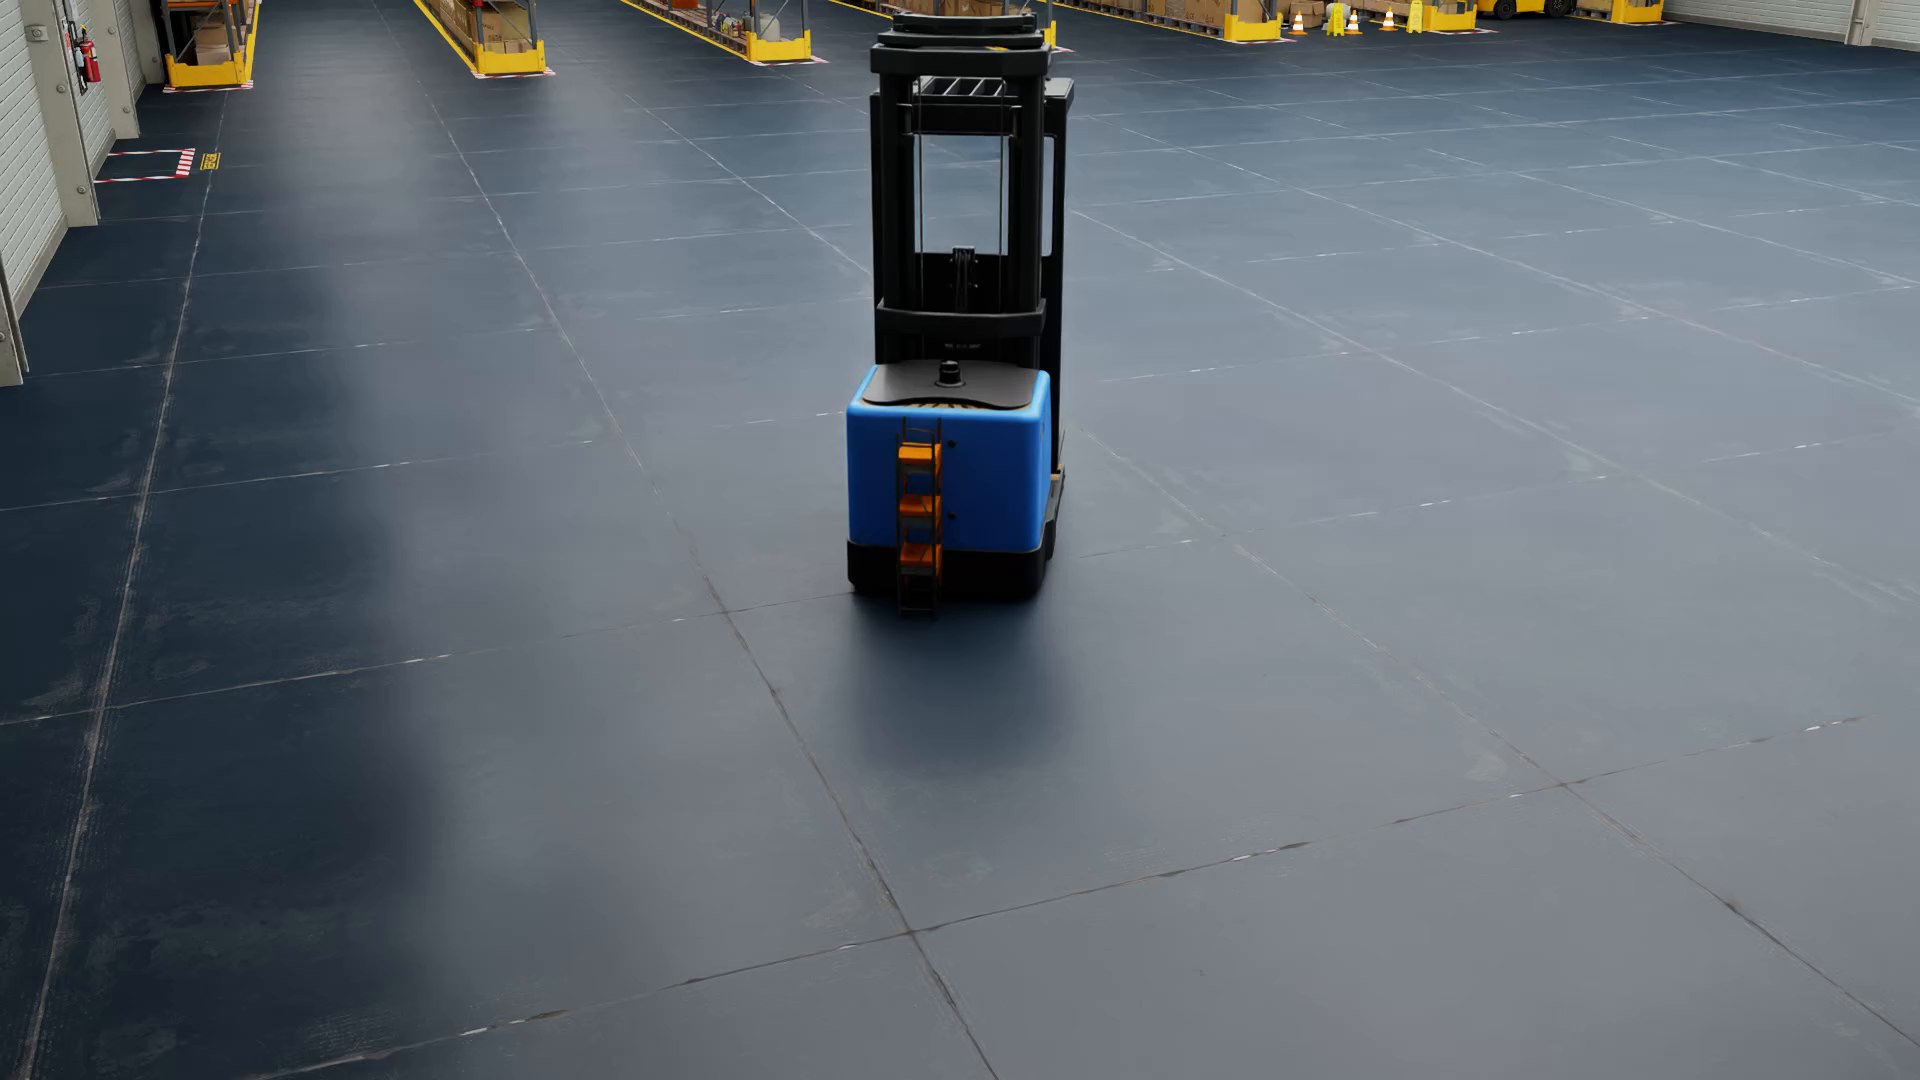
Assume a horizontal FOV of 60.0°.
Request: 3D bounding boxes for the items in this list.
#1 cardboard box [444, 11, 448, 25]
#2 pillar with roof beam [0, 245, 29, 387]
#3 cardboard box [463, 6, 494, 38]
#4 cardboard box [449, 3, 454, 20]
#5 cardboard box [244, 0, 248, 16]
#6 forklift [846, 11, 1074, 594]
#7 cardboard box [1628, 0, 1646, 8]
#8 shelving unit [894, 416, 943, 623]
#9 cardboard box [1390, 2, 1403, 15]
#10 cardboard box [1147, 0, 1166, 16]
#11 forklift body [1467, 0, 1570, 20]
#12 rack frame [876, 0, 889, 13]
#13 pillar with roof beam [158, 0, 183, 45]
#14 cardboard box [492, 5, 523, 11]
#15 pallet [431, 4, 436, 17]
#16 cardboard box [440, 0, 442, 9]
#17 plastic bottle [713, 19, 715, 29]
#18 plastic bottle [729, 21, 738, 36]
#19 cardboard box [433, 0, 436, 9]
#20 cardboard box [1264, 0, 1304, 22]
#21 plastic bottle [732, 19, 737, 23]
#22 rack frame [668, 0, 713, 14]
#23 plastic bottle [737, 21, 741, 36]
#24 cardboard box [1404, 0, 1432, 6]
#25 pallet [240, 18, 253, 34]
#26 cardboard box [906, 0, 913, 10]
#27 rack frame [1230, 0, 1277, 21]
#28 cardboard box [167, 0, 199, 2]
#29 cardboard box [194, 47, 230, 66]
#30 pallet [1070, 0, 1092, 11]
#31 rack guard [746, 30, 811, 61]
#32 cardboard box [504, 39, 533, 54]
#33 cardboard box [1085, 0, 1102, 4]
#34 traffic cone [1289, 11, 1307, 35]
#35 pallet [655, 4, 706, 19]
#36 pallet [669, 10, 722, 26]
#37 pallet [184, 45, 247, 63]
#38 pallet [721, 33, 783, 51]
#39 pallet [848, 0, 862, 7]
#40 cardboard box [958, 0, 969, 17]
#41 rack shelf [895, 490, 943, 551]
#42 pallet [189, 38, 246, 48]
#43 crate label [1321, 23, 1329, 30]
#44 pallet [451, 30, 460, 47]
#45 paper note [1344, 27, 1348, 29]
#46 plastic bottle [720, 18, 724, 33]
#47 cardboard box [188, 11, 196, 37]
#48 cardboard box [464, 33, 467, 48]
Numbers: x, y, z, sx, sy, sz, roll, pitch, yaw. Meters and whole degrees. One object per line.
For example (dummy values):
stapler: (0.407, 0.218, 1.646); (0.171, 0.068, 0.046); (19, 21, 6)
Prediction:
cardboard box: (-10.497, -10.921, 34.799); (0.500, 0.250, 0.500); (-9, 24, -20)
pillar with roof beam: (-3.252, -5.958, 12.301); (9.100, 9.000, 0.400); (-8, 24, -19)
cardboard box: (-8.784, -9.476, 30.405); (0.500, 0.500, 0.500); (-8, 24, -19)
cardboard box: (-9.963, -10.623, 33.370); (0.500, 0.311, 0.500); (-8, 24, -18)
cardboard box: (-15.849, -11.722, 35.927); (0.750, 0.750, 0.750); (-8, 24, -19)
forklift: (0.076, -1.600, 9.773); (1.130, 2.935, 3.031); (3, 23, 6)
cardboard box: (15.243, -12.221, 37.882); (0.500, 0.250, 0.500); (-8, 24, -19)
shelving unit: (-0.211, -0.102, 8.641); (0.215, 1.050, 0.252); (3, 23, 6)
cardboard box: (9.878, -11.779, 36.834); (0.500, 0.250, 0.500); (-8, 24, -19)
cardboard box: (4.740, -12.120, 36.839); (0.875, 0.875, 0.875); (-8, 24, -18)
forklift body: (12.857, -13.136, 38.148); (2.313, 2.155, 1.214); (-8, 24, -19)
rack frame: (-1.506, -13.954, 38.994); (1.000, 3.000, 0.127); (-8, 24, -19)
pillar with roof beam: (-11.731, -14.679, 32.991); (9.100, 9.000, 0.400); (-8, 24, -19)
cardboard box: (-8.297, -9.548, 30.575); (0.500, 0.500, 0.500); (-8, 24, -19)
pallet: (-11.865, -12.474, 39.074); (1.003, 0.211, 1.213); (-8, 24, -19)
cardboard box: (-10.865, -11.550, 35.569); (0.500, 0.311, 0.500); (-7, 24, -17)
plastic bottle: (-4.988, -10.521, 33.887); (0.097, 0.201, 0.097); (0, 23, 0)
plastic bottle: (-4.436, -10.017, 32.595); (0.152, 0.276, 0.135); (-8, 24, -19)
cardboard box: (-11.699, -12.332, 37.799); (0.500, 0.500, 0.500); (-9, 25, -21)
cardboard box: (7.264, -11.948, 37.276); (0.797, 0.637, 0.503); (-8, 24, -19)
plastic bottle: (-4.483, -10.224, 33.087); (0.152, 0.276, 0.135); (-8, 24, -19)
rack frame: (-6.140, -13.274, 37.382); (1.000, 3.000, 0.127); (-8, 24, -19)
plastic bottle: (-4.337, -10.036, 32.629); (0.061, 0.283, 0.133); (-8, 24, -19)
cardboard box: (10.064, -11.934, 36.236); (0.500, 0.500, 0.500); (-8, 24, -19)
pallet: (-15.616, -10.927, 35.403); (1.003, 0.211, 1.213); (-8, 24, -19)
cardboard box: (-0.836, -12.359, 37.863); (0.700, 0.500, 0.500); (-6, 24, -15)
rack frame: (5.996, -11.691, 33.625); (1.000, 3.000, 0.127); (-8, 24, -19)
cardboard box: (-12.928, -9.091, 27.625); (0.500, 0.250, 0.500); (-8, 24, -18)
cardboard box: (-12.742, -8.235, 28.323); (0.500, 0.311, 0.500); (-11, 25, -25)
pallet: (3.378, -13.016, 40.359); (1.003, 0.211, 1.213); (-8, 24, -19)
rack guard: (-3.384, -9.237, 31.021); (1.175, 0.500, 0.348); (-8, 24, -19)
cardboard box: (-7.930, -8.841, 29.863); (0.500, 0.250, 0.500); (-8, 24, -19)
cardboard box: (3.613, -13.203, 39.570); (1.050, 0.750, 0.750); (-8, 24, -18)
traffic cone: (7.137, -10.909, 35.038); (0.336, 0.463, 0.334); (-8, 24, -19)
pallet: (-6.457, -12.270, 38.589); (1.003, 0.211, 1.213); (-8, 24, -19)
pallet: (-5.902, -11.702, 37.243); (1.003, 0.211, 1.213); (-8, 24, -19)
pallet: (-13.725, -8.937, 30.683); (1.003, 0.211, 1.213); (-8, 24, -19)
pallet: (-4.094, -9.842, 32.829); (1.003, 0.211, 1.213); (-8, 24, -19)
pallet: (-2.141, -13.408, 41.290); (1.003, 0.211, 1.213); (-8, 24, -19)
cardboard box: (0.220, -11.184, 35.101); (0.500, 0.500, 0.500); (-1, 23, -2)
rack shelf: (-0.211, -0.092, 8.645); (0.215, 0.259, 0.240); (3, 23, 6)
pallet: (-14.271, -9.459, 31.921); (1.003, 0.211, 1.213); (-8, 24, -19)
crate label: (7.978, -11.068, 35.833); (0.298, 0.136, 0.250); (18, 29, 36)
pallet: (-9.659, -10.120, 33.488); (1.003, 0.211, 1.213); (-8, 24, -19)
paper note: (8.395, -11.109, 36.067); (0.148, 0.019, 0.142); (-18, 29, -37)
plastic bottle: (-4.744, -10.287, 33.226); (0.061, 0.283, 0.133); (-7, 24, -17)
cardboard box: (-14.500, -9.958, 32.167); (0.700, 0.500, 0.500); (-9, 24, -20)
cardboard box: (-8.956, -9.313, 30.984); (0.500, 0.250, 0.500); (-8, 24, -19)
